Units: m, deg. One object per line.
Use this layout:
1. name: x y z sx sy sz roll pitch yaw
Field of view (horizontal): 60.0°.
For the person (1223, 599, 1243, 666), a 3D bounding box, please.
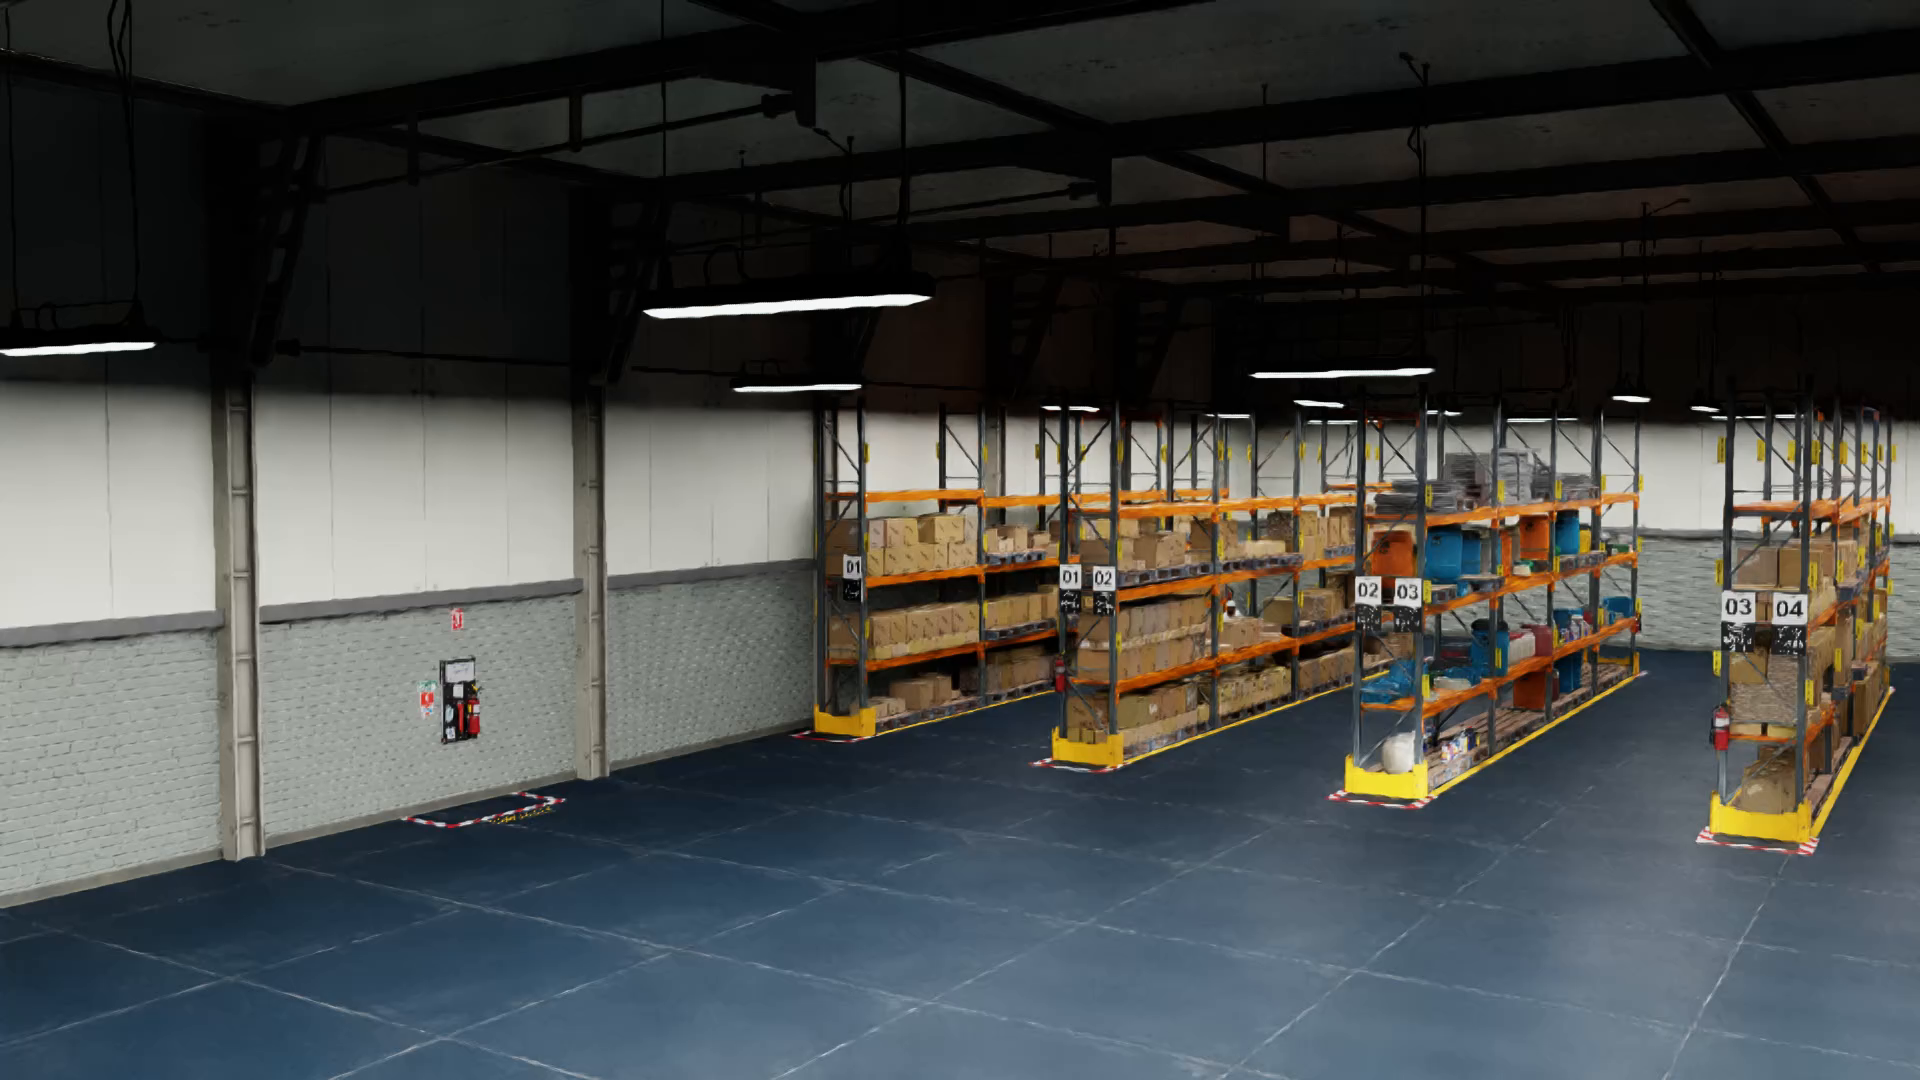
1. person: 6.079 2.178 37.315 0.566 1.706 1.122 2 4 34
